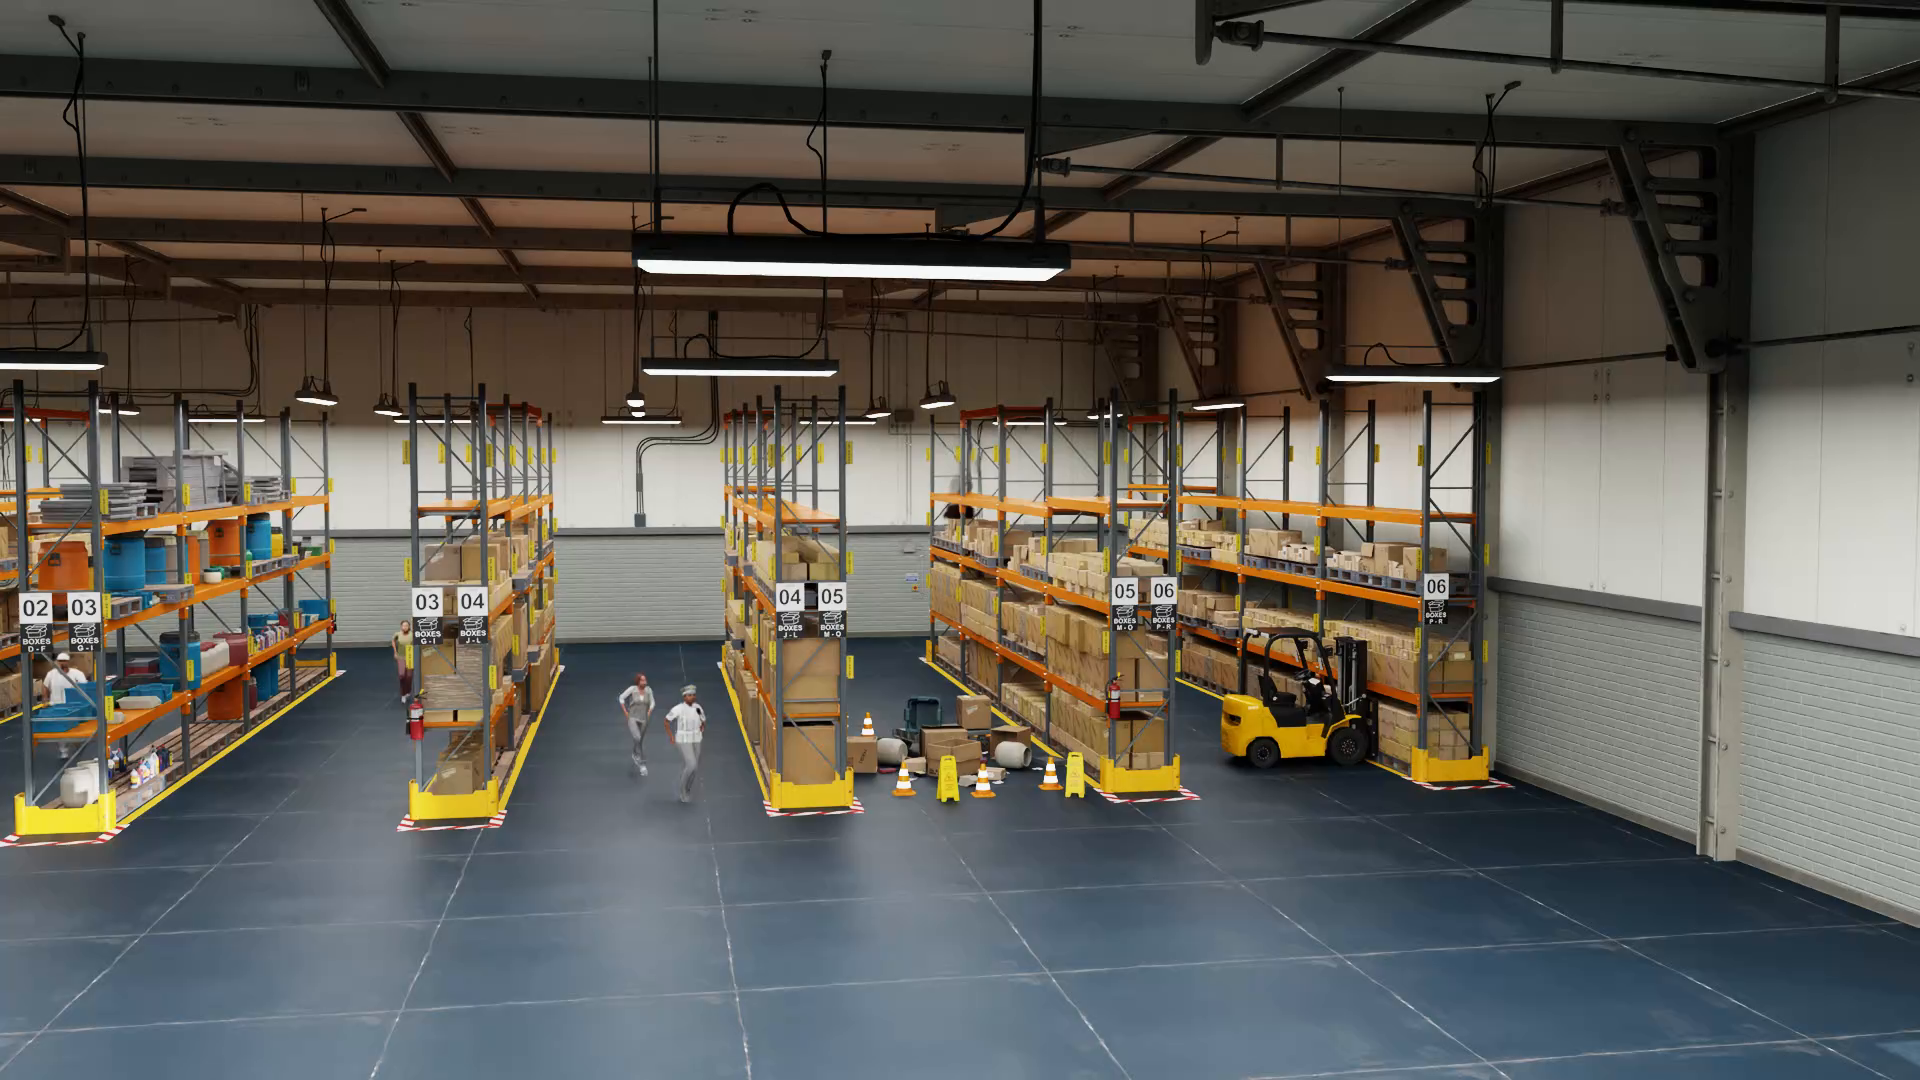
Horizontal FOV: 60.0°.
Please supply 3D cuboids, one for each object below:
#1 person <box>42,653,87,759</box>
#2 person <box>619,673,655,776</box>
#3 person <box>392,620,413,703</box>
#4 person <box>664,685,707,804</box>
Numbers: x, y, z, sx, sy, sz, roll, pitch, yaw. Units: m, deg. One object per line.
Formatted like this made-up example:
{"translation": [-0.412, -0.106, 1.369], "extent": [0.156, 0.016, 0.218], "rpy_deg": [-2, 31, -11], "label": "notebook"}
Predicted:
{"translation": [-14.856, 2.734, 27.609], "extent": [0.703, 1.735, 0.747], "rpy_deg": [-1, 3, -17], "label": "person"}
{"translation": [-5.107, 2.876, 26.342], "extent": [0.556, 1.587, 0.893], "rpy_deg": [-2, 3, -28], "label": "person"}
{"translation": [-11.317, 2.471, 33.966], "extent": [0.514, 1.710, 0.821], "rpy_deg": [-1, 3, -24], "label": "person"}
{"translation": [-3.903, 2.943, 23.994], "extent": [0.549, 1.711, 0.678], "rpy_deg": [-3, 4, -42], "label": "person"}
